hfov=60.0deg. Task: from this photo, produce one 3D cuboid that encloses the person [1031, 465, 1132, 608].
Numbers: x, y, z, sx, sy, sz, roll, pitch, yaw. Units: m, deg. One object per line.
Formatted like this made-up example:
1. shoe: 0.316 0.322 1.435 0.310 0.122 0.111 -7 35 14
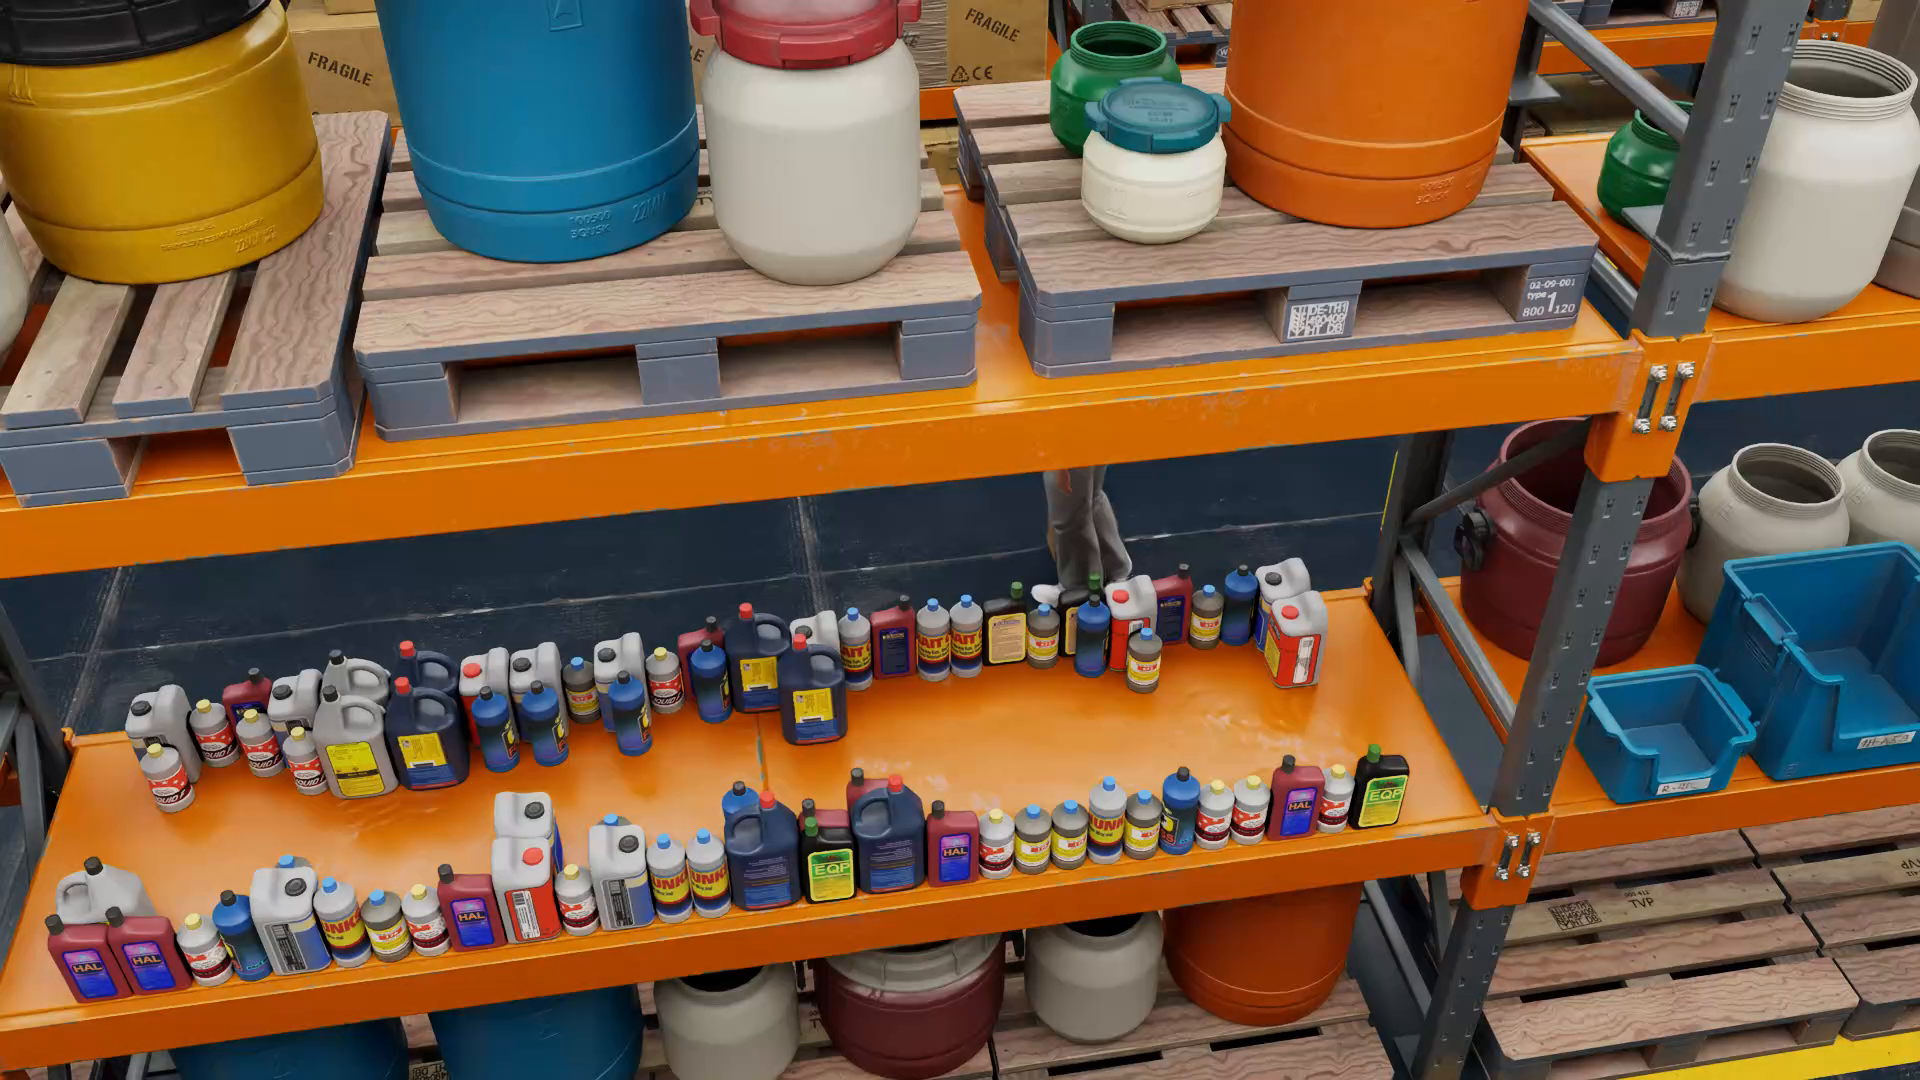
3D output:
1. person: 0.509 -0.421 6.652 0.409 1.669 0.616 15 41 18
